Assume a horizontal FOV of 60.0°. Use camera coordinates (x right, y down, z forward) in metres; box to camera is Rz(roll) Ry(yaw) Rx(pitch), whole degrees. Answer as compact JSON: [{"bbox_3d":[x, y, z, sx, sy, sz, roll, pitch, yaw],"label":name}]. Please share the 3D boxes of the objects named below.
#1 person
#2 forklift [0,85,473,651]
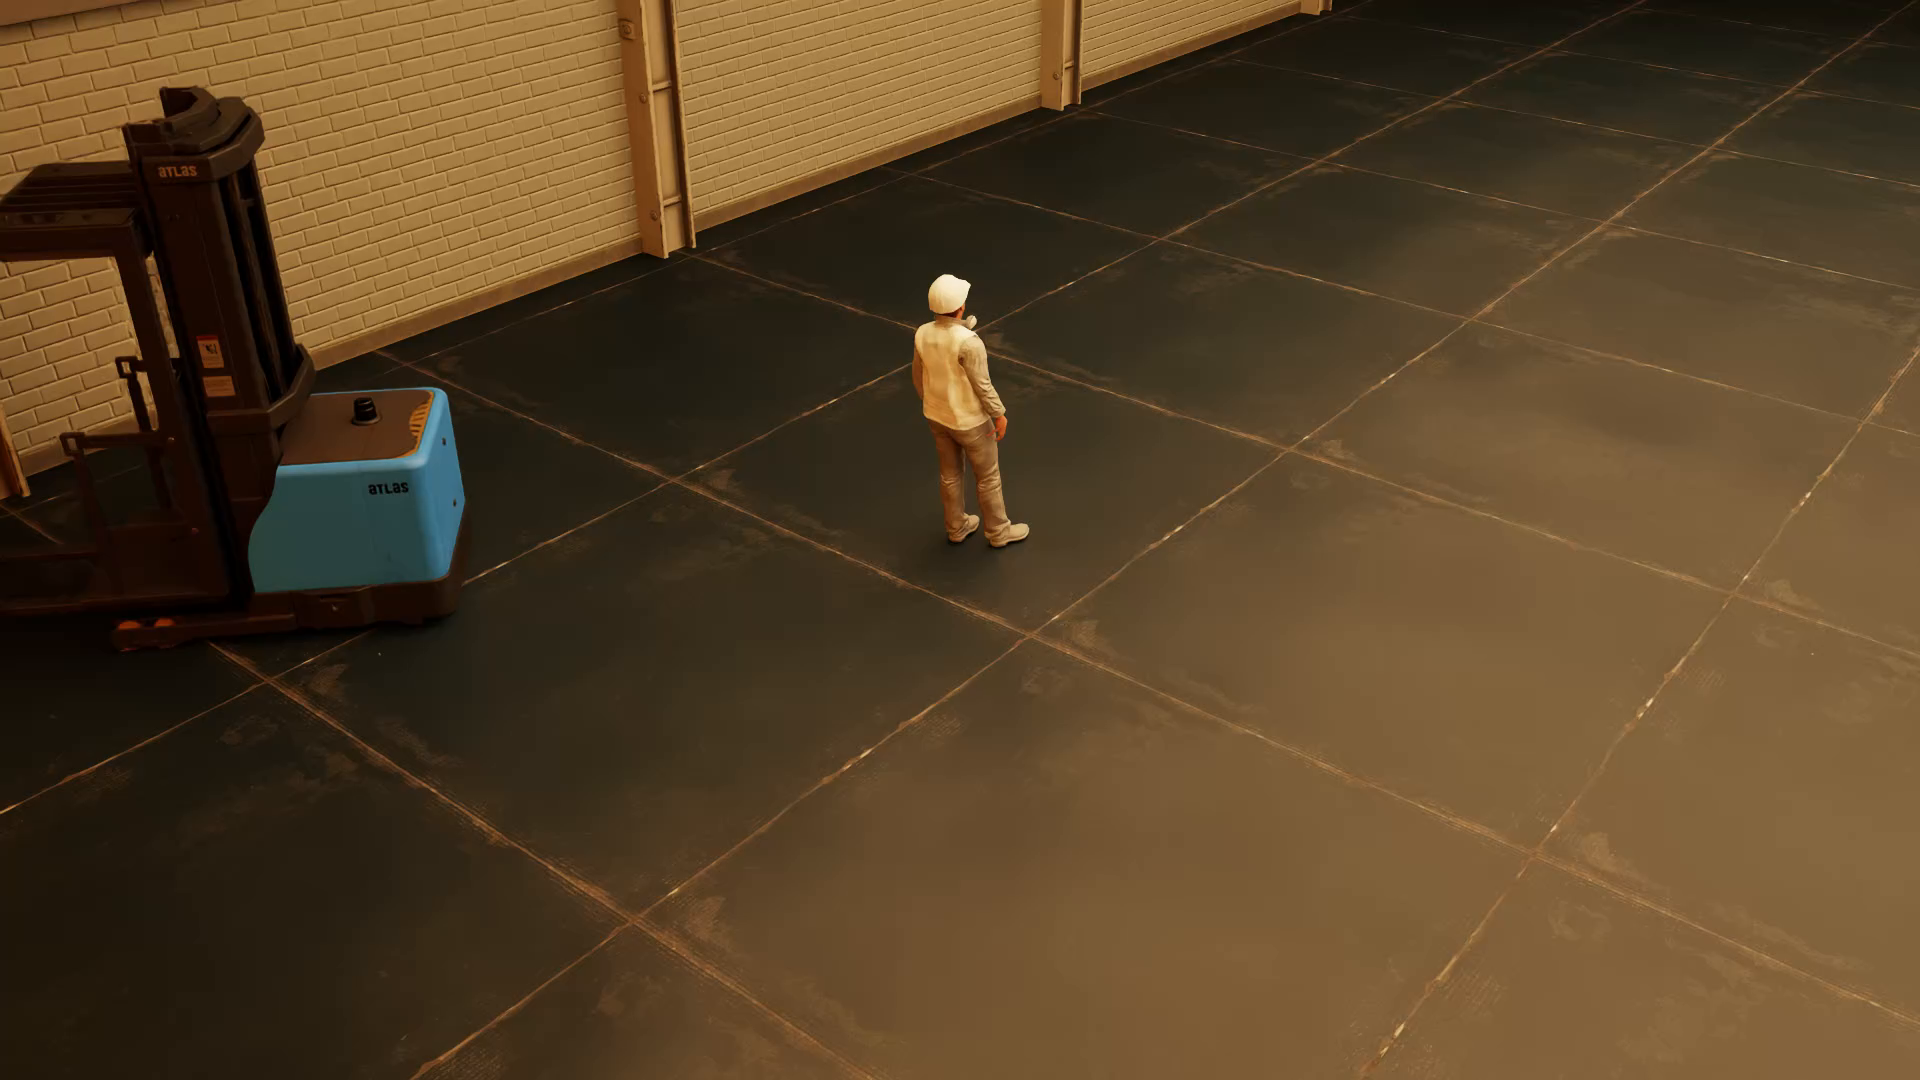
[{"bbox_3d":[0.045,-0.794,10.086,0.632,1.773,0.568,22,37,33],"label":"person"},{"bbox_3d":[-4.491,-0.921,9.171,3.031,2.935,1.130,-4,31,-7],"label":"forklift"}]
